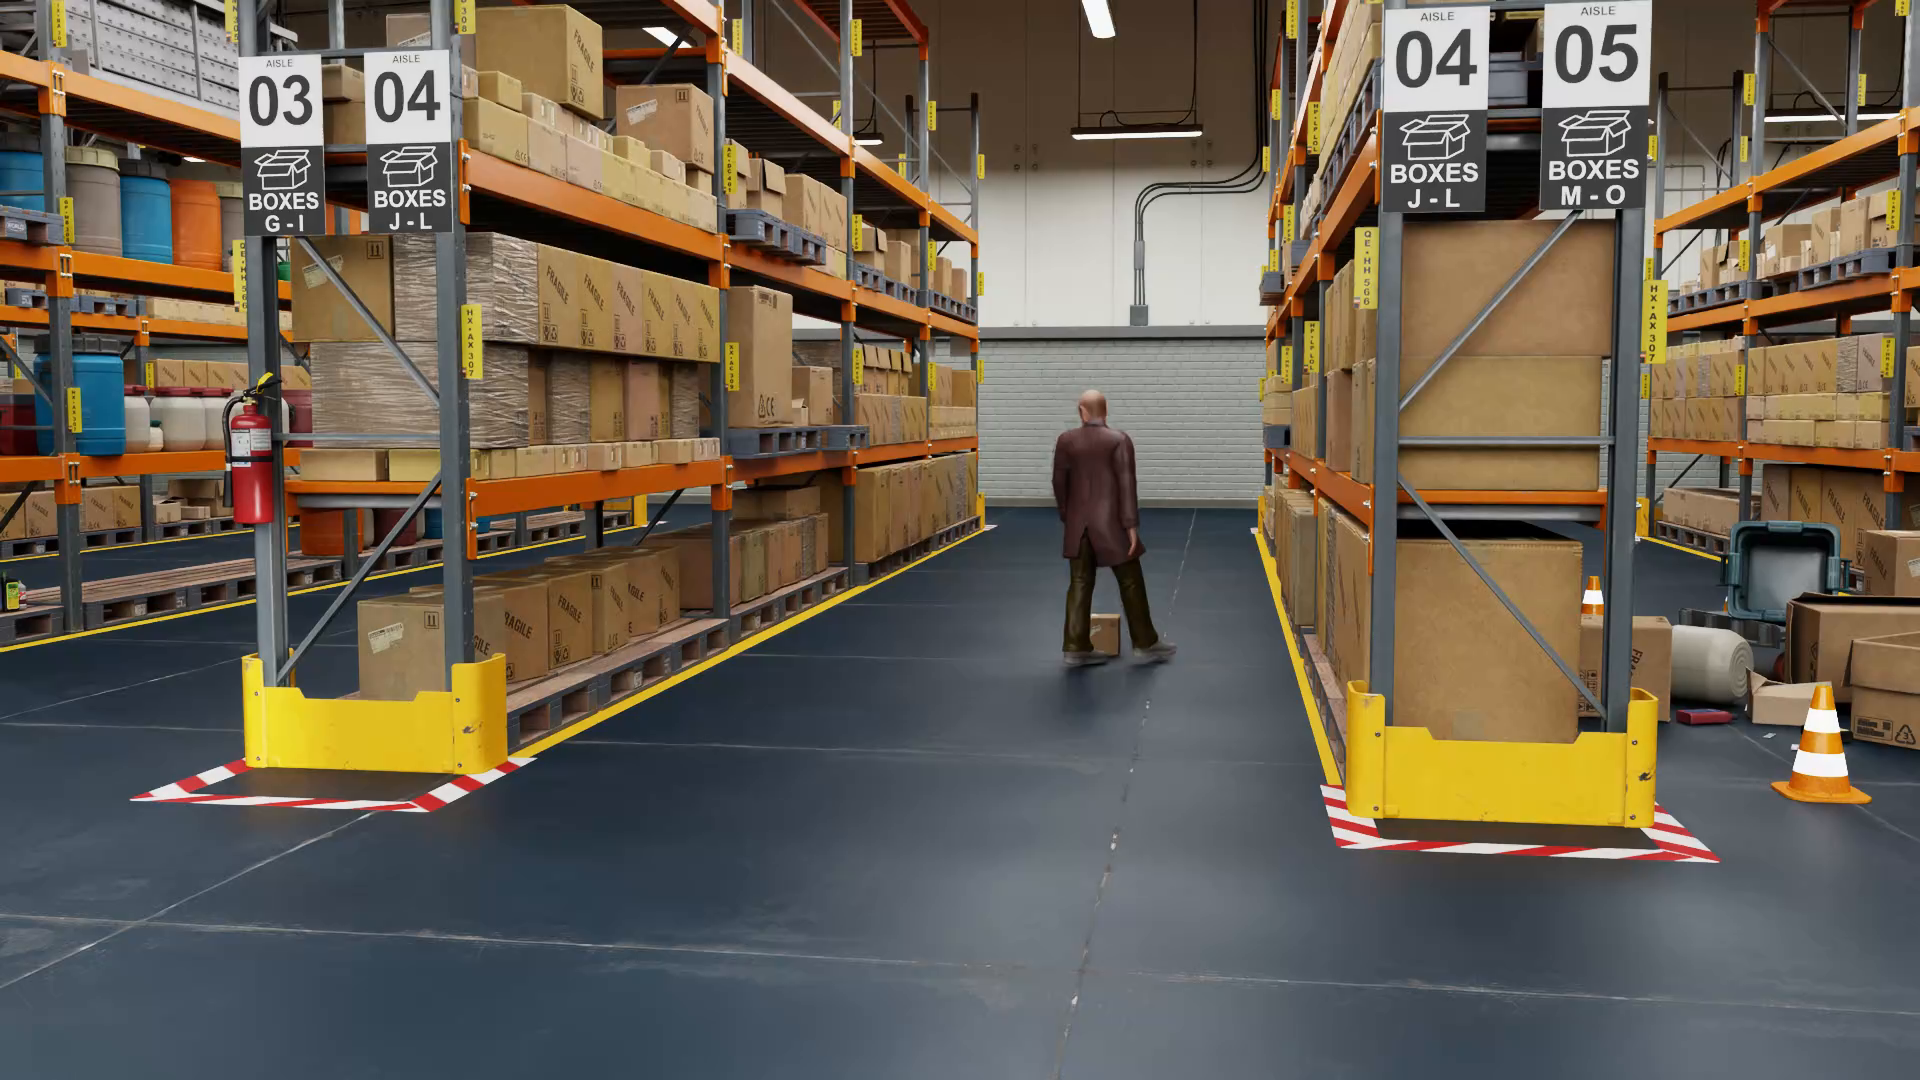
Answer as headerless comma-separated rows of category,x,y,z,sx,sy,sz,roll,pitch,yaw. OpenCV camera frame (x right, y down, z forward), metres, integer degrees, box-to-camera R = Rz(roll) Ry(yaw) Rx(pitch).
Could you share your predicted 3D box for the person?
person,0.966,-0.088,10.747,0.669,1.753,0.759,3,5,30
